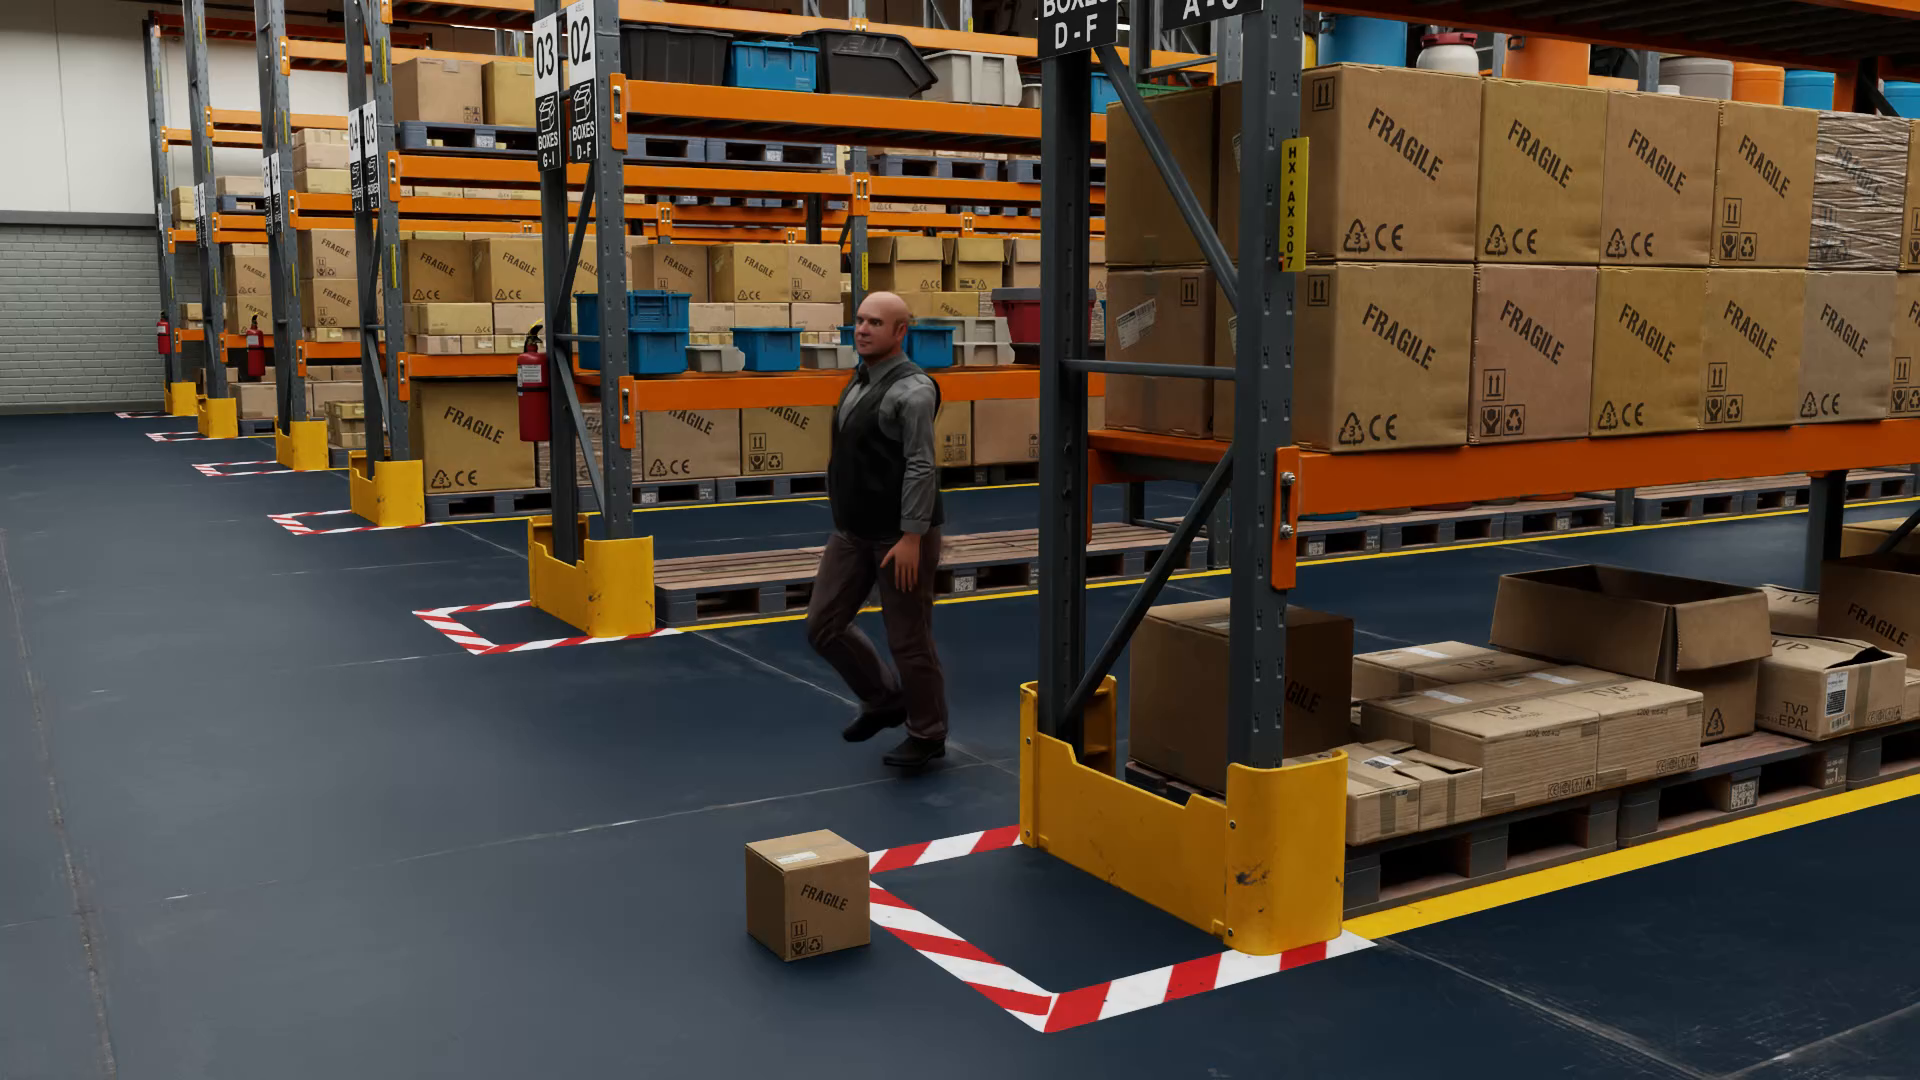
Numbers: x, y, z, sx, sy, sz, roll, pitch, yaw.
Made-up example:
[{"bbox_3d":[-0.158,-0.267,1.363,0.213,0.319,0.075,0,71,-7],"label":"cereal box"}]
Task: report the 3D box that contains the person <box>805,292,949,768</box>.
[{"bbox_3d":[-0.259,-0.024,5.943,0.508,1.708,0.649,-6,10,-36],"label":"person"}]
